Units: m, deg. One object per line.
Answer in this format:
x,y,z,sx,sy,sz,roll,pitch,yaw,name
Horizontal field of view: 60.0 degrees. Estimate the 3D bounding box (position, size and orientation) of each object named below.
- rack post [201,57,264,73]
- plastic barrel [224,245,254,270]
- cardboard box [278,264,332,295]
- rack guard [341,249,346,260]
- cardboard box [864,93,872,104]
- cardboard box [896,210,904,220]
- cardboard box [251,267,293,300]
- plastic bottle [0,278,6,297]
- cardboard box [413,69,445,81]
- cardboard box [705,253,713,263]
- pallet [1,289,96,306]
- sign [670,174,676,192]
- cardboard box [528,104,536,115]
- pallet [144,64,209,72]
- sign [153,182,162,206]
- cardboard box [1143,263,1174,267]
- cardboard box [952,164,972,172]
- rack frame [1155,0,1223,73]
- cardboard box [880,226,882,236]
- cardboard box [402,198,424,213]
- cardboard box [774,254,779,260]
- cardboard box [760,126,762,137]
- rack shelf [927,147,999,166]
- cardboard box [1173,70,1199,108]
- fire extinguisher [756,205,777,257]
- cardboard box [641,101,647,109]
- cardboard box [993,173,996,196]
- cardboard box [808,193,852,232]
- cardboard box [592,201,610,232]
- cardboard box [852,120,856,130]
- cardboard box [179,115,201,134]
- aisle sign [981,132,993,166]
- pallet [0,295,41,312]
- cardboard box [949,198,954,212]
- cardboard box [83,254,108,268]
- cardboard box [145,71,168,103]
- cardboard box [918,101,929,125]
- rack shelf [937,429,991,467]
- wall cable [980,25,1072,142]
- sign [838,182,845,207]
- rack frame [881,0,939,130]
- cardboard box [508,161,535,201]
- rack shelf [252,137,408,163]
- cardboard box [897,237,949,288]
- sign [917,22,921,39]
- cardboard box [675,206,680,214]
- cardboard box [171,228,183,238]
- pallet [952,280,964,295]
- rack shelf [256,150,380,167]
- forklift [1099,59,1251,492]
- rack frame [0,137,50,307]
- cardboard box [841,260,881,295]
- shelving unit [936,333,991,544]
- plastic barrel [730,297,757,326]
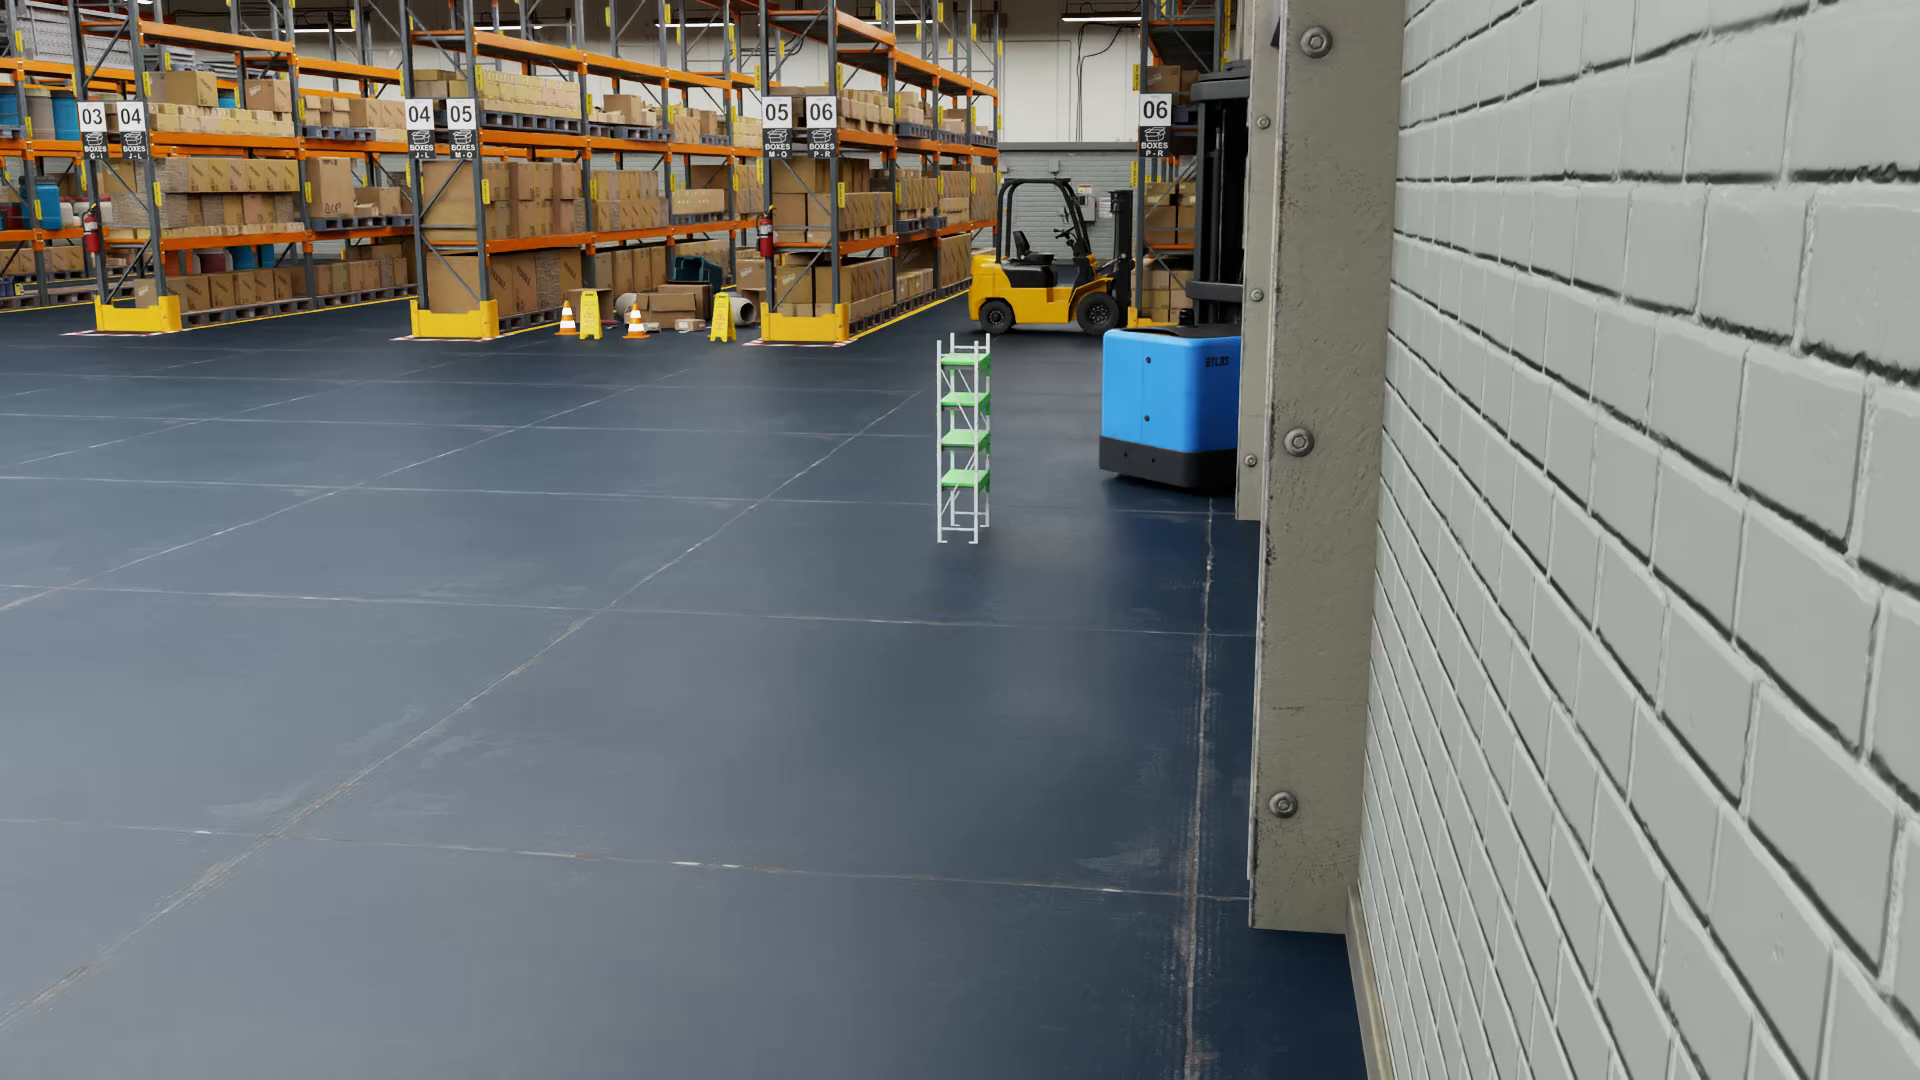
-15.118,-9.876,34.638,0.937,0.300,0.954,2,12,8,rack post
-15.167,-6.074,35.041,0.600,0.901,0.708,2,12,9,plastic barrel
-11.178,-4.449,28.406,0.700,0.500,0.500,1,12,4,cardboard box
-14.351,-6.771,40.223,1.175,0.500,0.348,2,12,9,rack guard
-1.479,-6.342,23.885,0.380,0.149,0.250,2,12,9,cardboard box
-1.104,-5.195,26.578,0.380,0.149,0.250,2,12,9,cardboard box
-11.395,-4.230,27.438,0.500,0.500,0.500,1,12,7,cardboard box
-16.031,-4.226,27.726,0.144,0.351,0.185,1,12,6,plastic bottle
-7.307,-6.383,22.840,0.380,0.149,0.250,2,12,9,cardboard box
-5.205,-5.420,32.959,0.500,0.500,0.500,2,12,7,cardboard box
-16.105,-4.291,29.402,1.003,0.211,1.213,2,12,9,pallet
-5.244,-6.528,30.417,0.100,0.325,0.005,2,12,9,sign
-6.421,-6.289,24.296,0.380,0.149,0.250,2,12,9,cardboard box
-15.431,-9.116,32.329,1.213,0.211,1.003,2,12,9,pallet
-11.373,-4.902,23.563,0.100,0.325,0.005,2,12,9,sign
2.777,-3.788,23.606,0.500,0.250,0.500,2,12,8,cardboard box
0.034,-7.585,33.918,0.380,0.149,0.250,2,12,8,cardboard box
3.404,-7.780,24.734,1.000,3.000,0.127,2,12,9,rack frame
-1.399,-4.704,25.297,0.380,0.149,0.250,2,12,9,cardboard box
-10.335,-6.303,31.881,0.500,0.500,0.500,2,12,10,cardboard box
-4.362,-6.483,38.019,0.380,0.149,0.250,2,12,7,cardboard box
-4.541,-8.965,36.522,0.500,0.250,0.500,2,12,9,cardboard box
0.036,-8.204,35.528,1.077,0.370,4.000,2,12,9,rack shelf
2.872,-6.094,22.560,0.700,0.500,0.500,2,12,9,cardboard box
-2.590,-4.128,22.212,0.296,0.674,0.183,2,12,9,fire extinguisher
-5.988,-7.962,30.642,0.396,0.266,0.258,2,12,9,cardboard box
0.505,-7.935,37.083,0.500,0.500,0.500,2,12,11,cardboard box
-1.770,-4.459,22.619,0.500,0.500,0.500,2,12,8,cardboard box
-6.061,-5.296,27.213,0.500,0.500,0.500,2,12,9,cardboard box
-1.668,-5.796,23.245,0.380,0.149,0.250,1,12,7,cardboard box
-11.506,-6.088,24.361,0.500,0.250,0.500,2,12,7,cardboard box
0.661,-8.781,37.449,0.394,0.787,0.004,2,12,9,aisle sign
-16.332,-3.987,27.995,1.003,0.211,1.213,2,12,9,pallet
-0.395,-6.320,31.367,0.500,0.250,0.500,2,12,8,cardboard box
-19.573,-6.297,37.429,0.500,0.311,0.500,2,12,9,cardboard box
-11.920,-6.732,24.860,0.500,0.500,0.500,2,12,9,cardboard box
-0.978,-7.646,29.988,0.797,0.503,0.637,1,12,5,cardboard box
0.025,-0.559,10.040,0.258,0.148,0.480,2,12,9,rack shelf
1.683,-11.606,42.489,2.355,3.000,0.029,2,12,9,wall cable
-1.581,-4.580,22.073,0.100,0.325,0.005,2,12,9,sign
-0.886,-8.773,29.341,1.000,3.000,0.127,2,12,9,rack frame
-6.714,-5.221,24.181,0.875,0.550,0.550,2,12,9,cardboard box
-10.986,-6.860,29.291,1.077,0.370,4.000,2,12,9,rack shelf
-0.698,-5.148,30.807,0.875,0.875,0.875,2,12,8,cardboard box
-0.816,-10.163,33.196,0.100,0.325,0.005,2,12,9,sign
-5.483,-6.204,31.262,0.380,0.149,0.250,2,12,11,cardboard box
-11.572,-4.476,24.240,0.380,0.149,0.250,2,12,9,cardboard box
-0.501,-4.892,32.192,1.003,0.211,1.213,2,12,9,pallet
-14.650,-8.685,37.763,1.077,0.370,4.000,2,12,9,rack shelf
2.520,-1.978,12.217,3.031,2.935,1.130,-8,15,-33,forklift
-16.188,-5.489,28.344,1.000,3.000,0.127,2,12,9,rack frame
-1.481,-3.891,24.679,0.500,0.500,0.500,3,12,12,cardboard box
0.025,-0.621,10.027,0.258,1.200,0.503,2,12,9,shelving unit
-3.295,-3.394,24.739,0.421,0.421,0.512,-10,16,-40,plastic barrel
